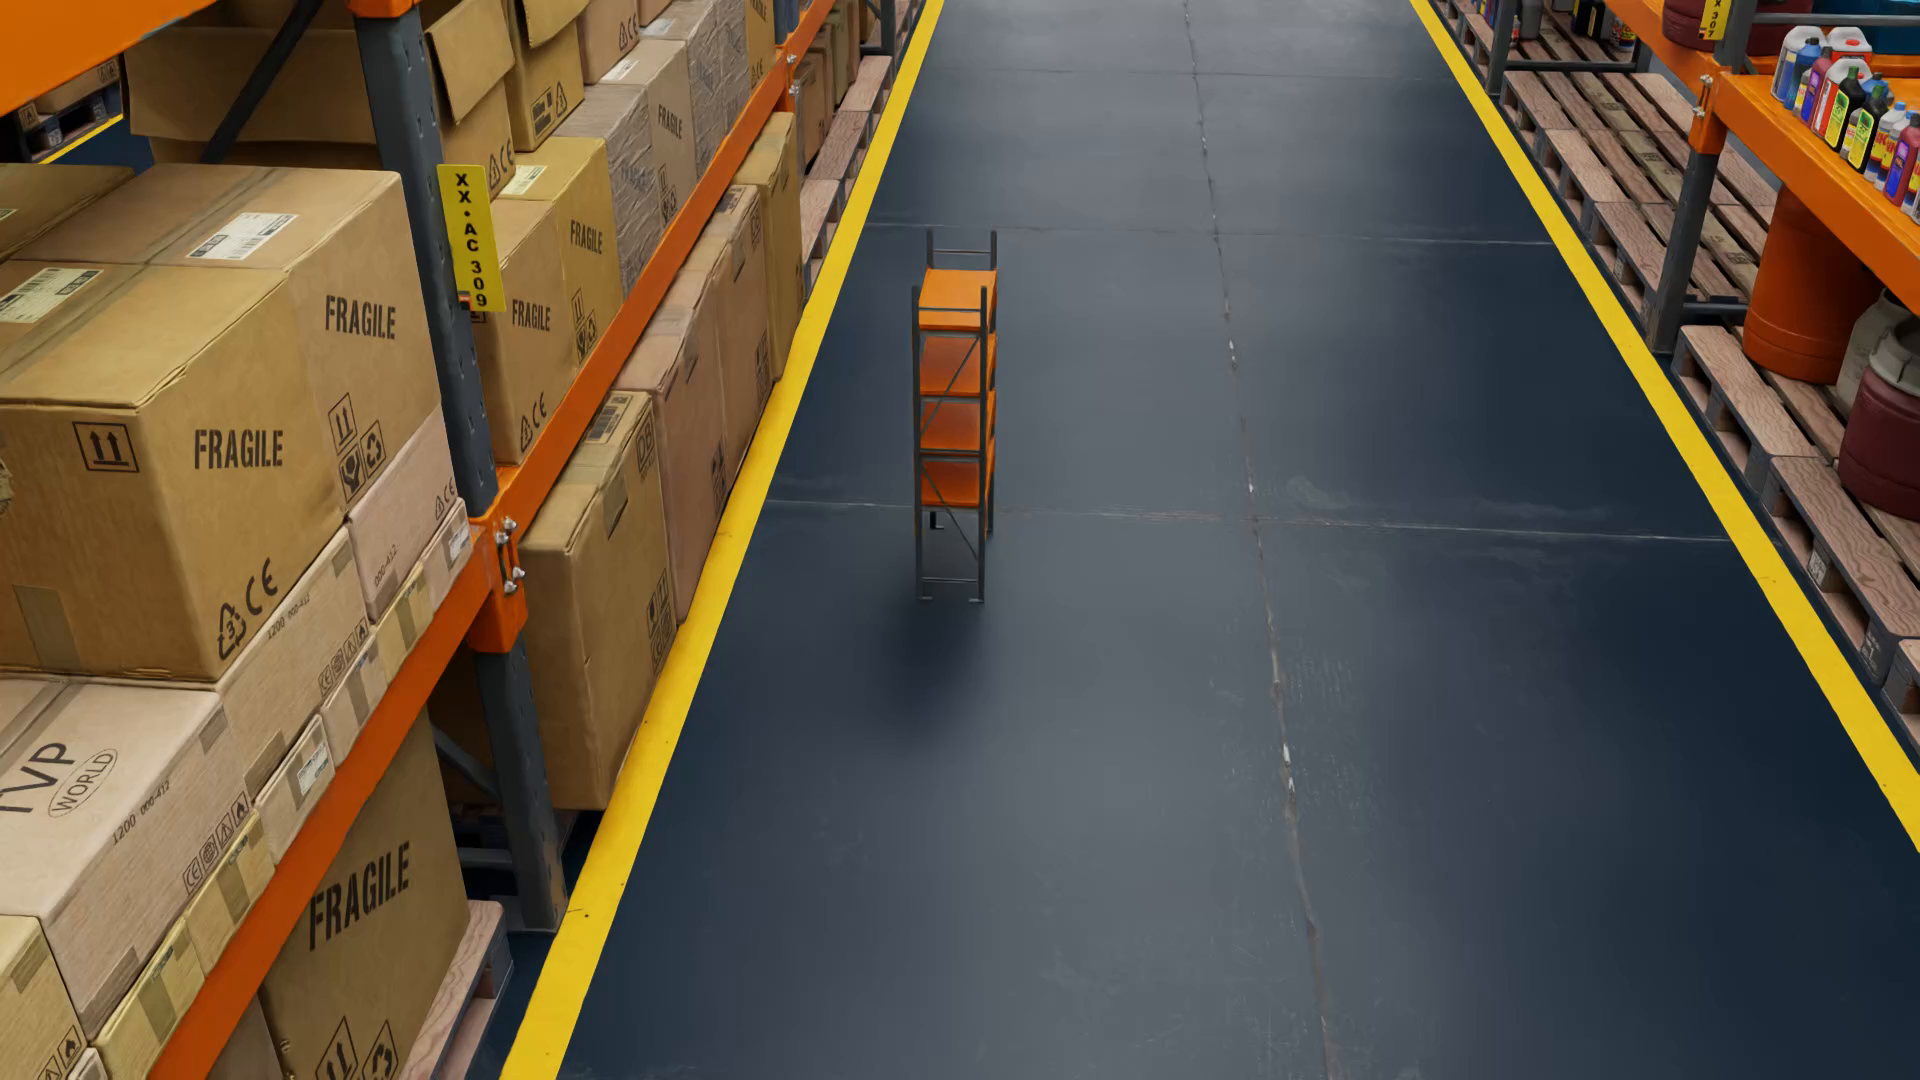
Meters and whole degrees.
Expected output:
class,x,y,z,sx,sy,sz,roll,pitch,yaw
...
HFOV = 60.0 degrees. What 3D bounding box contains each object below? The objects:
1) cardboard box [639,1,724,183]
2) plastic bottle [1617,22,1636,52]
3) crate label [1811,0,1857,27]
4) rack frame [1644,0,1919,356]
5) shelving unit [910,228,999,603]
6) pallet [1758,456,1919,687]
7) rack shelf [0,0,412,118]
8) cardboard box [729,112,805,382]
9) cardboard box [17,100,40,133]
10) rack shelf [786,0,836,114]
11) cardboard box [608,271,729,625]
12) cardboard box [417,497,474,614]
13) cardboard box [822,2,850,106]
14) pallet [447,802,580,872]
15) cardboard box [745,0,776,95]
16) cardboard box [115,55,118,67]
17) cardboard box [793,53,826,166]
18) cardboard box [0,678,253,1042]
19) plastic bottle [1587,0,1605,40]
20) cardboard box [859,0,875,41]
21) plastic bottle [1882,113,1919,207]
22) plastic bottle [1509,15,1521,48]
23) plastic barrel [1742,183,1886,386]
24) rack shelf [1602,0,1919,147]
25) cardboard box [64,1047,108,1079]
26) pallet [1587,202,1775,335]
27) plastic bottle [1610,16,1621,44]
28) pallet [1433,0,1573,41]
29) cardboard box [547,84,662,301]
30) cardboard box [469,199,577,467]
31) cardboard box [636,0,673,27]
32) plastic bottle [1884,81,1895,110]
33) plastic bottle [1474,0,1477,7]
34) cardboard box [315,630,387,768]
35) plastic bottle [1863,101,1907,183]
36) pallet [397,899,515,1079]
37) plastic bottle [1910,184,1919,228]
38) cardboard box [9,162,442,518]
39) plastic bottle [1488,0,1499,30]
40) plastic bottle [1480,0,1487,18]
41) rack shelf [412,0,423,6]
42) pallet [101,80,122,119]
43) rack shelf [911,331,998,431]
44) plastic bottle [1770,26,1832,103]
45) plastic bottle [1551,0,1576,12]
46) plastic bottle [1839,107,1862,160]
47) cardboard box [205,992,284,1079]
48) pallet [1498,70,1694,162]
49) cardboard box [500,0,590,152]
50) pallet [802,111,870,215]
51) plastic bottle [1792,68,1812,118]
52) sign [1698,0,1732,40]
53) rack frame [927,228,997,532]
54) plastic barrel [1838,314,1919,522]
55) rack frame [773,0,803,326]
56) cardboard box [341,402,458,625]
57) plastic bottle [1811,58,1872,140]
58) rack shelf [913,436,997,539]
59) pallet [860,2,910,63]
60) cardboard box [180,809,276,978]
class,x,y,z,sx,sy,sz,roll,pitch,yaw
cardboard box,-1.140,-1.590,5.876,0.500,0.500,0.500,1,32,2
plastic bottle,4.464,-3.402,11.093,0.097,0.271,0.097,0,32,0
crate label,4.026,-2.660,7.673,0.502,0.435,0.616,2,32,4
rack frame,3.675,-2.137,6.858,1.000,3.000,0.127,2,32,4
shelving unit,-0.013,-0.424,5.795,0.258,1.200,0.503,2,32,4
pallet,3.551,0.101,5.886,1.003,0.211,1.213,2,32,4
rack shelf,-1.750,-0.182,1.512,1.077,0.370,4.000,2,32,4
cardboard box,-1.338,-1.263,7.065,1.225,0.875,0.875,1,32,2
cardboard box,-5.989,-2.606,9.364,1.050,0.750,0.750,3,32,5
rack shelf,-1.098,-3.088,9.087,1.077,0.370,4.000,2,32,4
cardboard box,-1.483,-0.334,5.558,1.225,0.875,0.875,1,32,2
cardboard box,-1.285,0.024,3.592,0.380,0.149,0.250,3,32,4
cardboard box,-1.065,-2.994,10.213,0.700,0.500,0.500,2,32,4
pallet,-1.599,0.524,5.199,1.003,0.211,1.213,2,32,4
cardboard box,-1.054,-2.122,6.739,0.500,0.500,0.500,3,32,5
cardboard box,-5.832,-3.597,10.972,1.050,0.750,0.750,2,32,4
cardboard box,-1.155,-2.410,9.265,0.700,0.500,0.500,5,32,8
cardboard box,-1.442,0.460,2.504,0.500,0.250,0.500,3,32,5
plastic bottle,4.357,-3.582,11.373,0.061,0.283,0.133,2,32,4
cardboard box,-0.863,-3.762,11.478,0.500,0.500,0.500,2,32,2
plastic bottle,3.178,-1.272,5.567,0.061,0.283,0.133,2,32,4
plastic bottle,3.720,-3.427,11.200,0.097,0.201,0.097,0,32,0
plastic barrel,3.653,-1.135,6.901,0.600,0.830,0.708,2,32,4
rack shelf,3.838,-2.876,8.744,1.077,0.370,4.000,2,32,4
cardboard box,-1.411,0.829,2.286,0.380,0.149,0.250,3,32,5
pallet,3.777,-1.353,8.244,1.003,0.211,1.213,2,32,4
plastic bottle,4.480,-3.479,11.284,0.097,0.201,0.097,0,32,0
pallet,4.194,-4.030,12.589,1.003,0.211,1.213,2,32,4
cardboard box,-1.219,-1.054,5.006,0.500,0.500,0.500,2,32,3
cardboard box,-1.300,-0.529,4.154,0.500,0.500,0.500,3,32,4
cardboard box,-1.393,-2.096,5.740,0.797,0.503,0.637,3,32,5
plastic bottle,3.406,-1.602,6.180,0.097,0.201,0.097,0,32,0
plastic bottle,3.808,-3.990,12.114,0.097,0.201,0.097,0,32,0
cardboard box,-1.327,0.292,3.156,0.380,0.149,0.250,2,32,3
plastic bottle,3.214,-1.378,5.749,0.097,0.271,0.097,0,32,0
pallet,-1.727,1.325,3.899,1.003,0.211,1.213,2,32,4
plastic bottle,3.205,-1.146,5.369,0.152,0.276,0.135,2,32,4
cardboard box,-1.358,-0.387,3.164,0.500,0.500,0.500,3,32,5
plastic bottle,3.782,-3.737,11.561,0.144,0.351,0.185,1,32,2
plastic bottle,3.808,-3.906,11.835,0.144,0.351,0.185,2,32,4
rack shelf,-1.424,-2.273,4.906,1.077,0.370,4.000,2,32,4
pallet,-5.858,-3.111,11.097,1.003,0.211,1.213,2,32,4
rack shelf,-0.013,-0.557,5.713,0.258,0.148,0.480,2,32,4
plastic bottle,3.318,-1.872,6.546,0.152,0.276,0.135,2,32,4
plastic bottle,4.381,-3.975,12.017,0.152,0.276,0.135,2,32,4
plastic bottle,3.233,-1.469,5.963,0.097,0.201,0.097,0,32,0
cardboard box,-1.794,1.281,2.937,0.875,0.875,0.875,2,32,4
pallet,3.976,-2.629,10.315,1.003,0.211,1.213,2,32,4
cardboard box,-1.476,-1.419,4.642,0.797,0.503,0.637,3,32,5
pallet,-1.094,-2.206,9.628,1.003,0.211,1.213,2,32,4
plastic bottle,3.273,-1.729,6.387,0.097,0.201,0.097,0,32,0
sign,3.127,-2.226,6.848,0.100,0.325,0.005,2,32,4
rack frame,0.006,-0.552,6.002,0.240,1.200,0.015,2,32,4
plastic barrel,3.561,-0.442,6.006,0.600,0.588,0.708,2,32,4
rack frame,-1.261,-2.348,7.202,1.000,3.000,0.127,2,32,4
cardboard box,-1.361,-0.077,3.376,0.500,0.250,0.500,2,32,3
plastic bottle,3.280,-1.630,6.153,0.152,0.276,0.135,2,32,4
rack shelf,-0.013,-0.198,5.934,0.258,0.148,0.480,2,32,4
pallet,-0.916,-3.606,11.899,1.003,0.211,1.213,2,32,4
cardboard box,-1.368,0.562,2.719,0.380,0.149,0.250,3,32,5
